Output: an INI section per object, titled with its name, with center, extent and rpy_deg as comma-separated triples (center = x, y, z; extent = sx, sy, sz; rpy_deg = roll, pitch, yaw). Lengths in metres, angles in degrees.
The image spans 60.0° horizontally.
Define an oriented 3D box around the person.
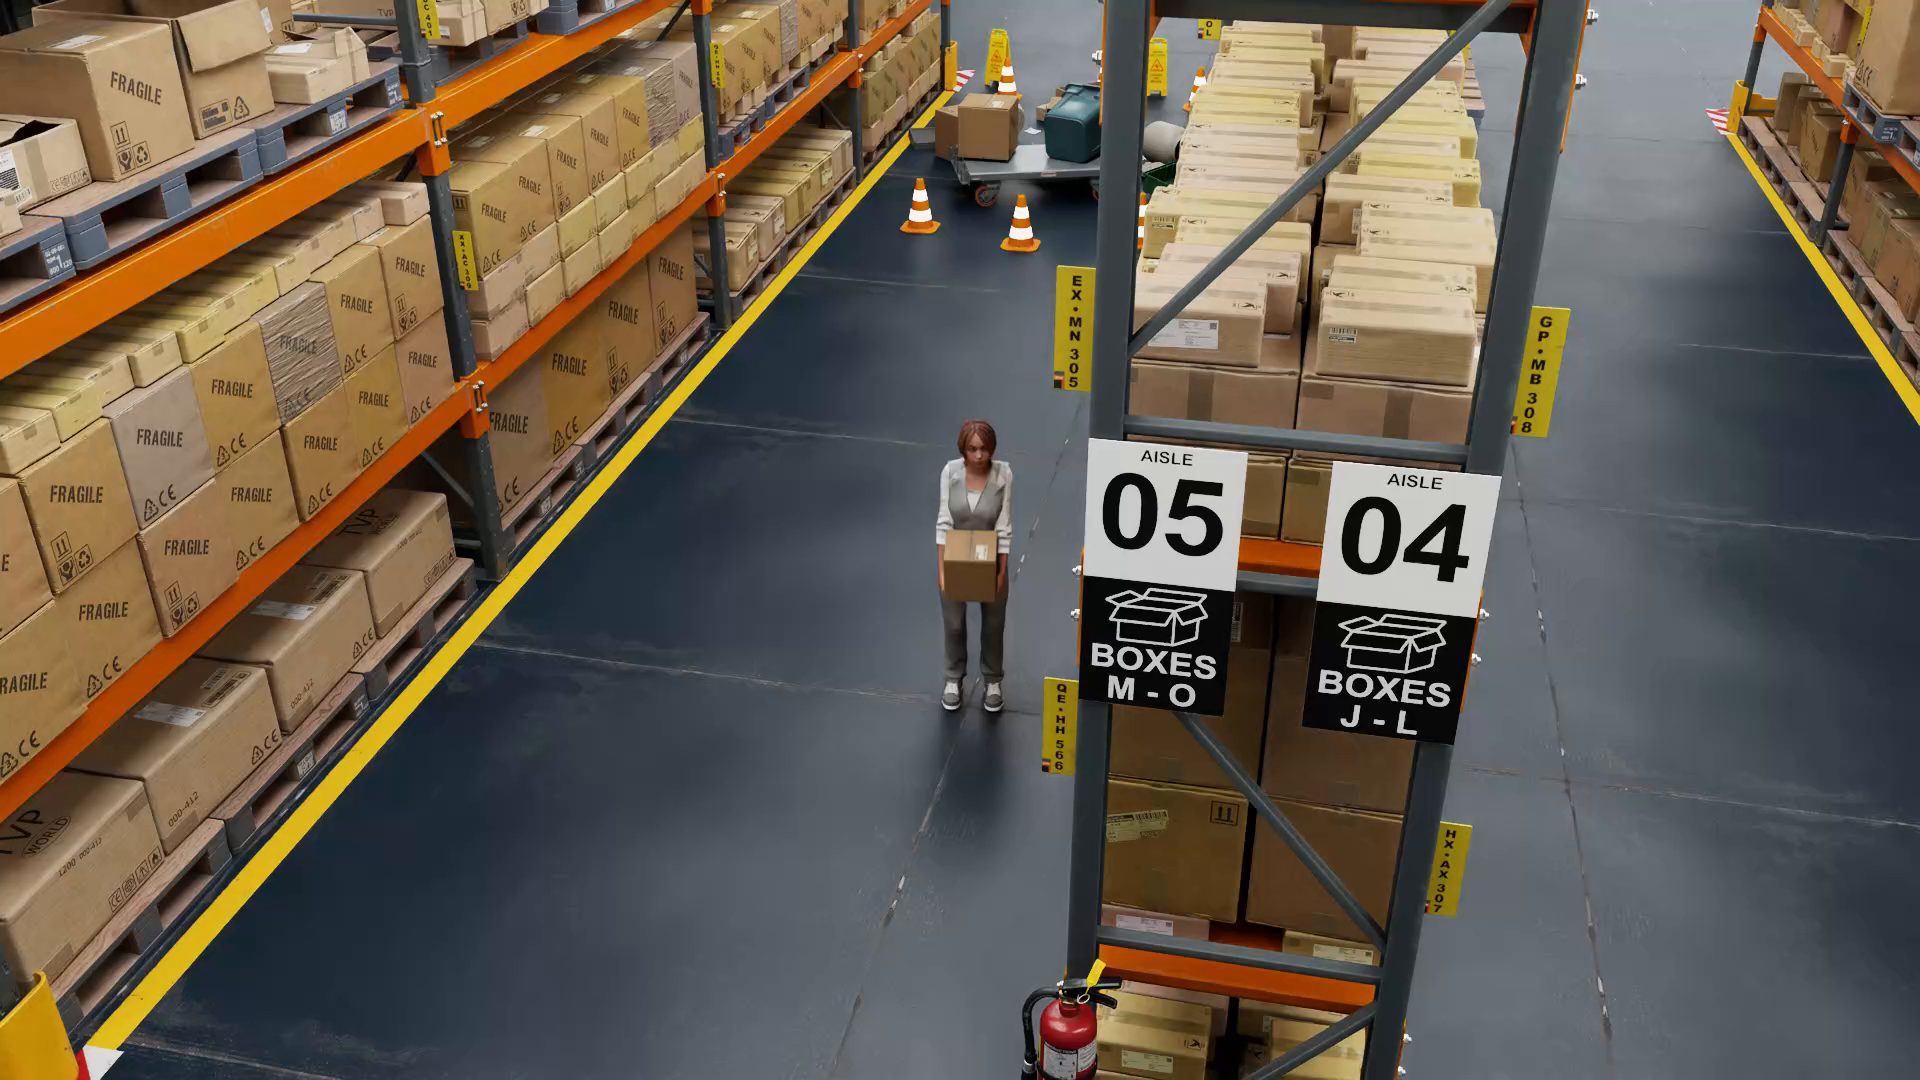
[person]
center = 0.072, 0.174, 8.314
extent = 0.375, 1.594, 0.500
rpy_deg = 2, 29, 3
